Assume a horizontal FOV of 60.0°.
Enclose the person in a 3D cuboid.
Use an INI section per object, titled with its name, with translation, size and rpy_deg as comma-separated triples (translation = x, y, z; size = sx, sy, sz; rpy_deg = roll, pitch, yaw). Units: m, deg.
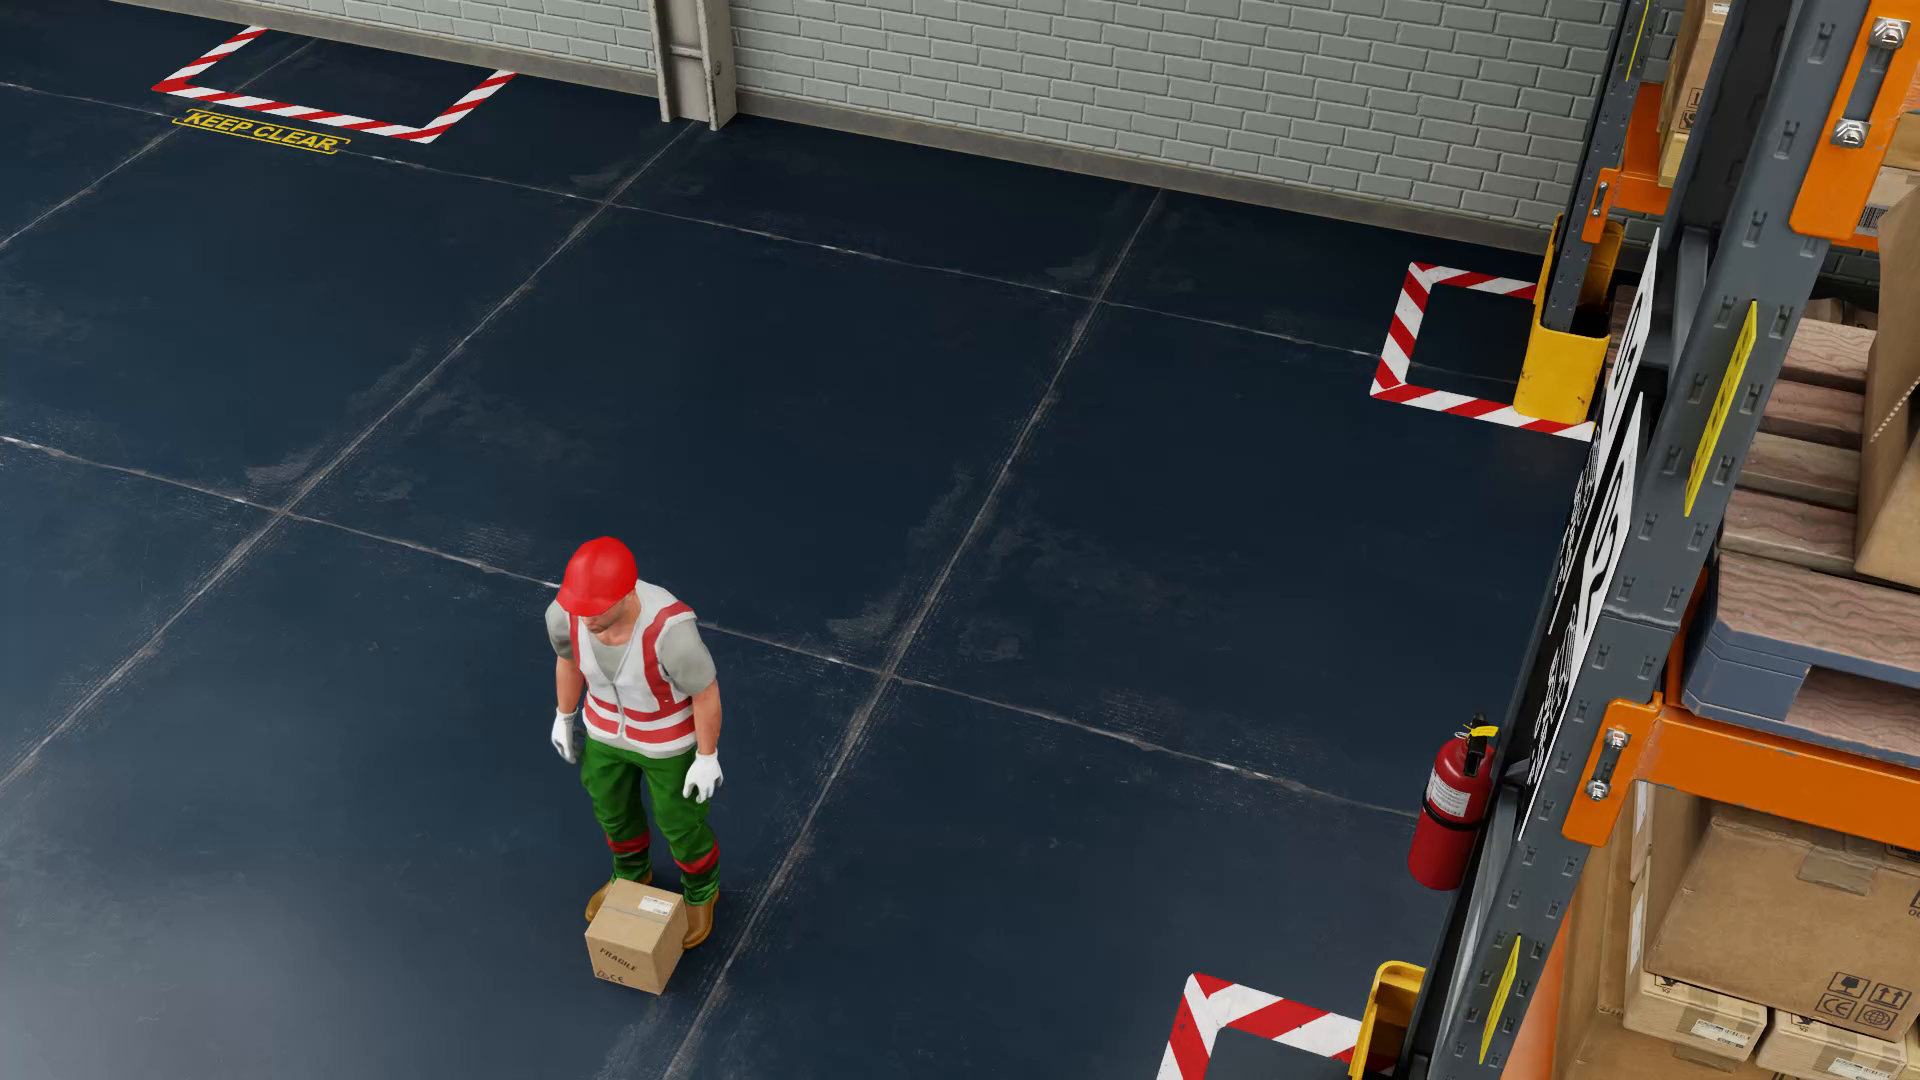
[person]
translation = -1.045, 0.649, 5.403
size = 0.609, 1.780, 0.448
rpy_deg = 14, 43, 15
